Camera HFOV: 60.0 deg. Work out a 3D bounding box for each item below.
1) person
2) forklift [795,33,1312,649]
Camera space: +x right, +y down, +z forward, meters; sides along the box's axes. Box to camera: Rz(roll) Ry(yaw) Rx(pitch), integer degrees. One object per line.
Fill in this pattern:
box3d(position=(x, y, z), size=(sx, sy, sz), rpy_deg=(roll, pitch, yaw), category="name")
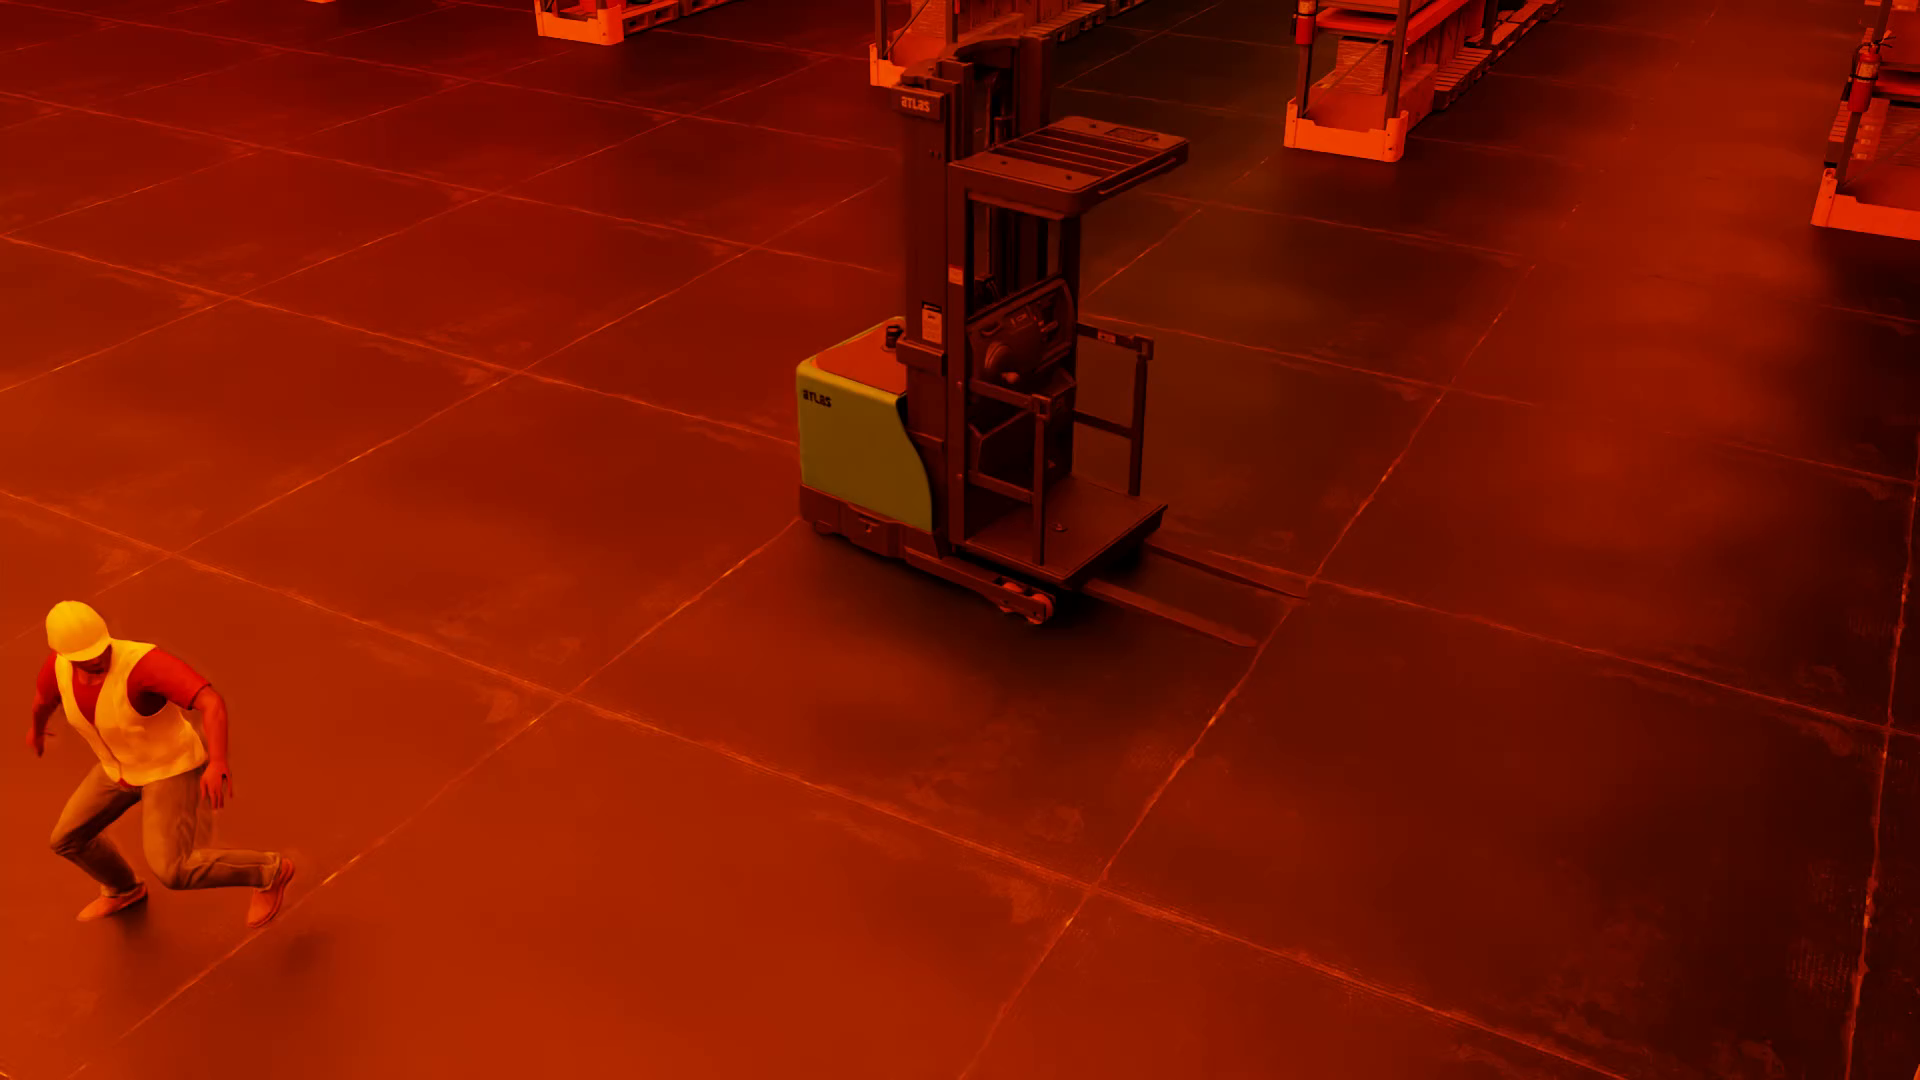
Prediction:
box3d(position=(-3.428, 0.927, 6.829), size=(1.193, 1.639, 0.512), rpy_deg=(12, 32, 20), category="person")
box3d(position=(0.509, -1.106, 8.986), size=(3.031, 2.935, 1.130), rpy_deg=(21, 36, 31), category="forklift")
